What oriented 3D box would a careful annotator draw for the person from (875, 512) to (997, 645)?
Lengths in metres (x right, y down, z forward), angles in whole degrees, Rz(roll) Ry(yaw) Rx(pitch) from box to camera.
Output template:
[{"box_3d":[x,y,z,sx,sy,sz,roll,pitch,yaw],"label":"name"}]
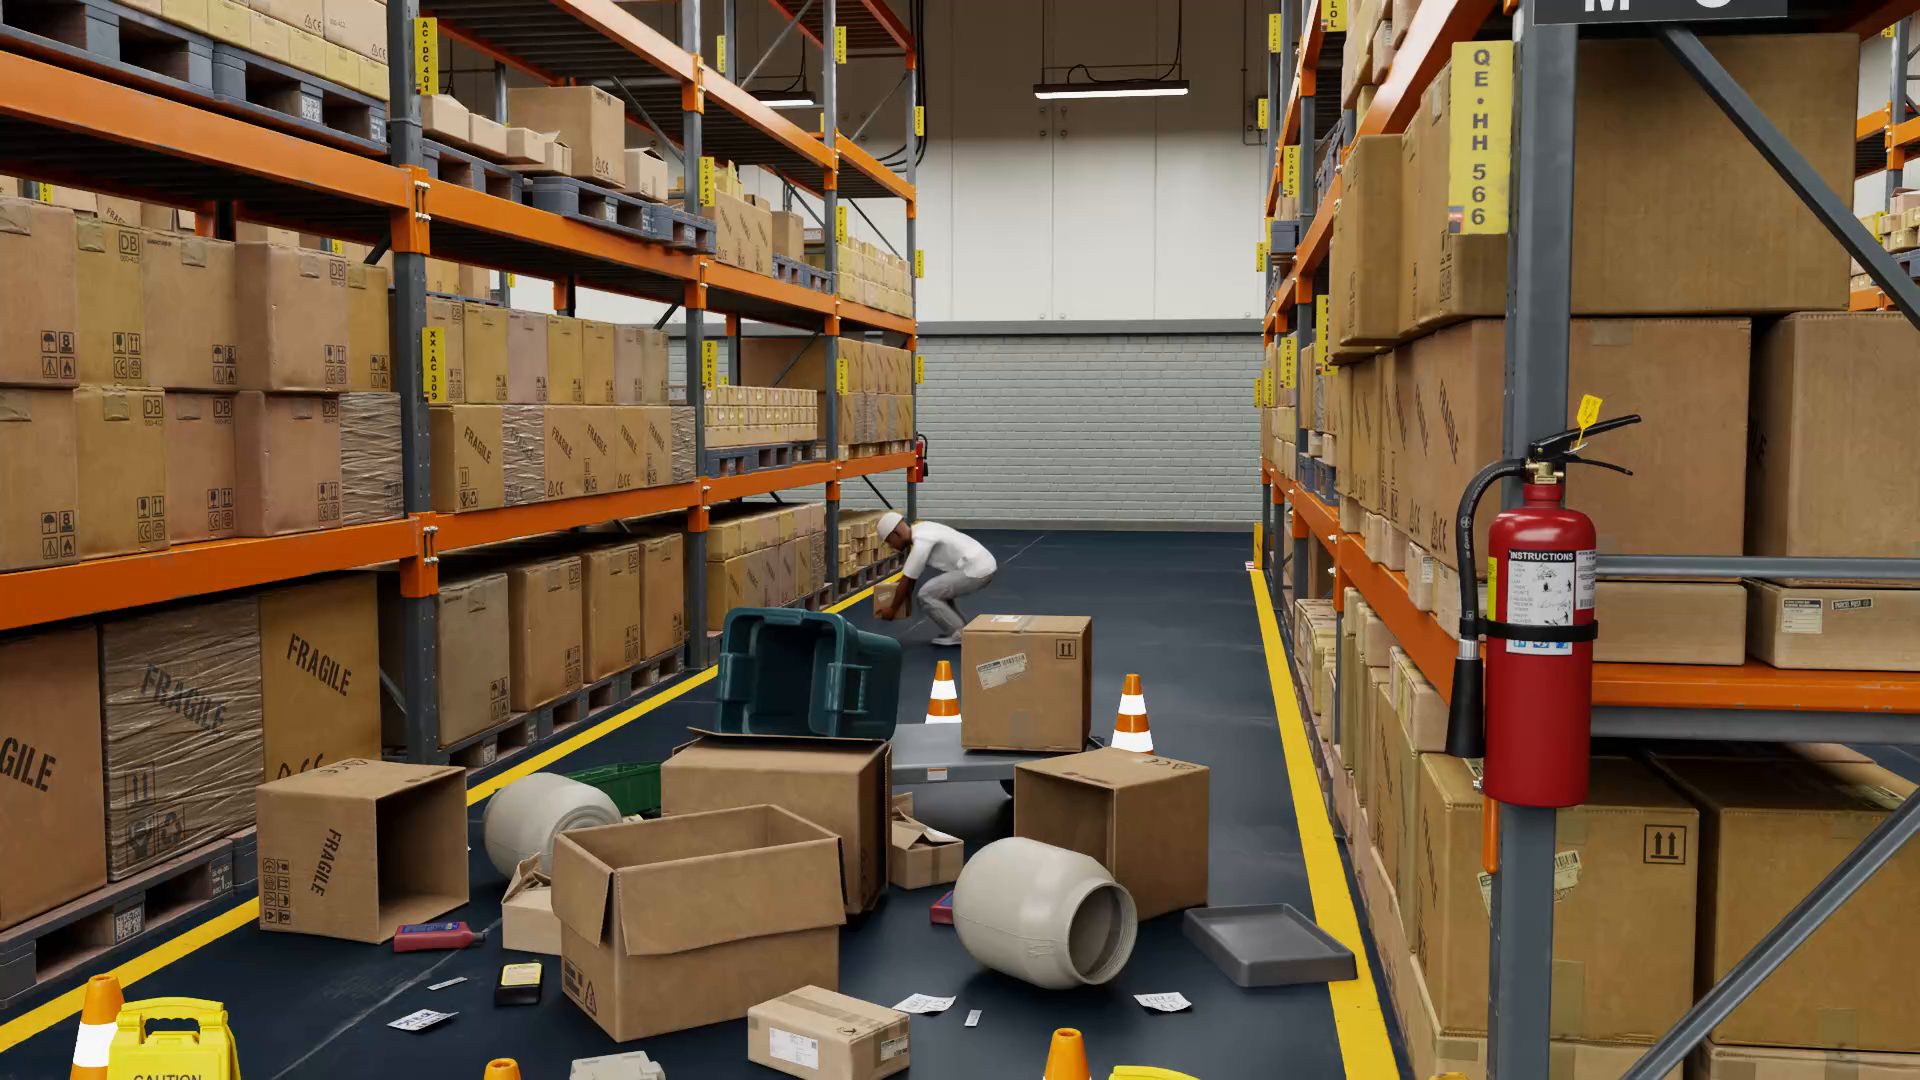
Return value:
[{"box_3d":[-0.184,0.293,12.659,0.927,1.007,0.530,1,4,7],"label":"person"}]
